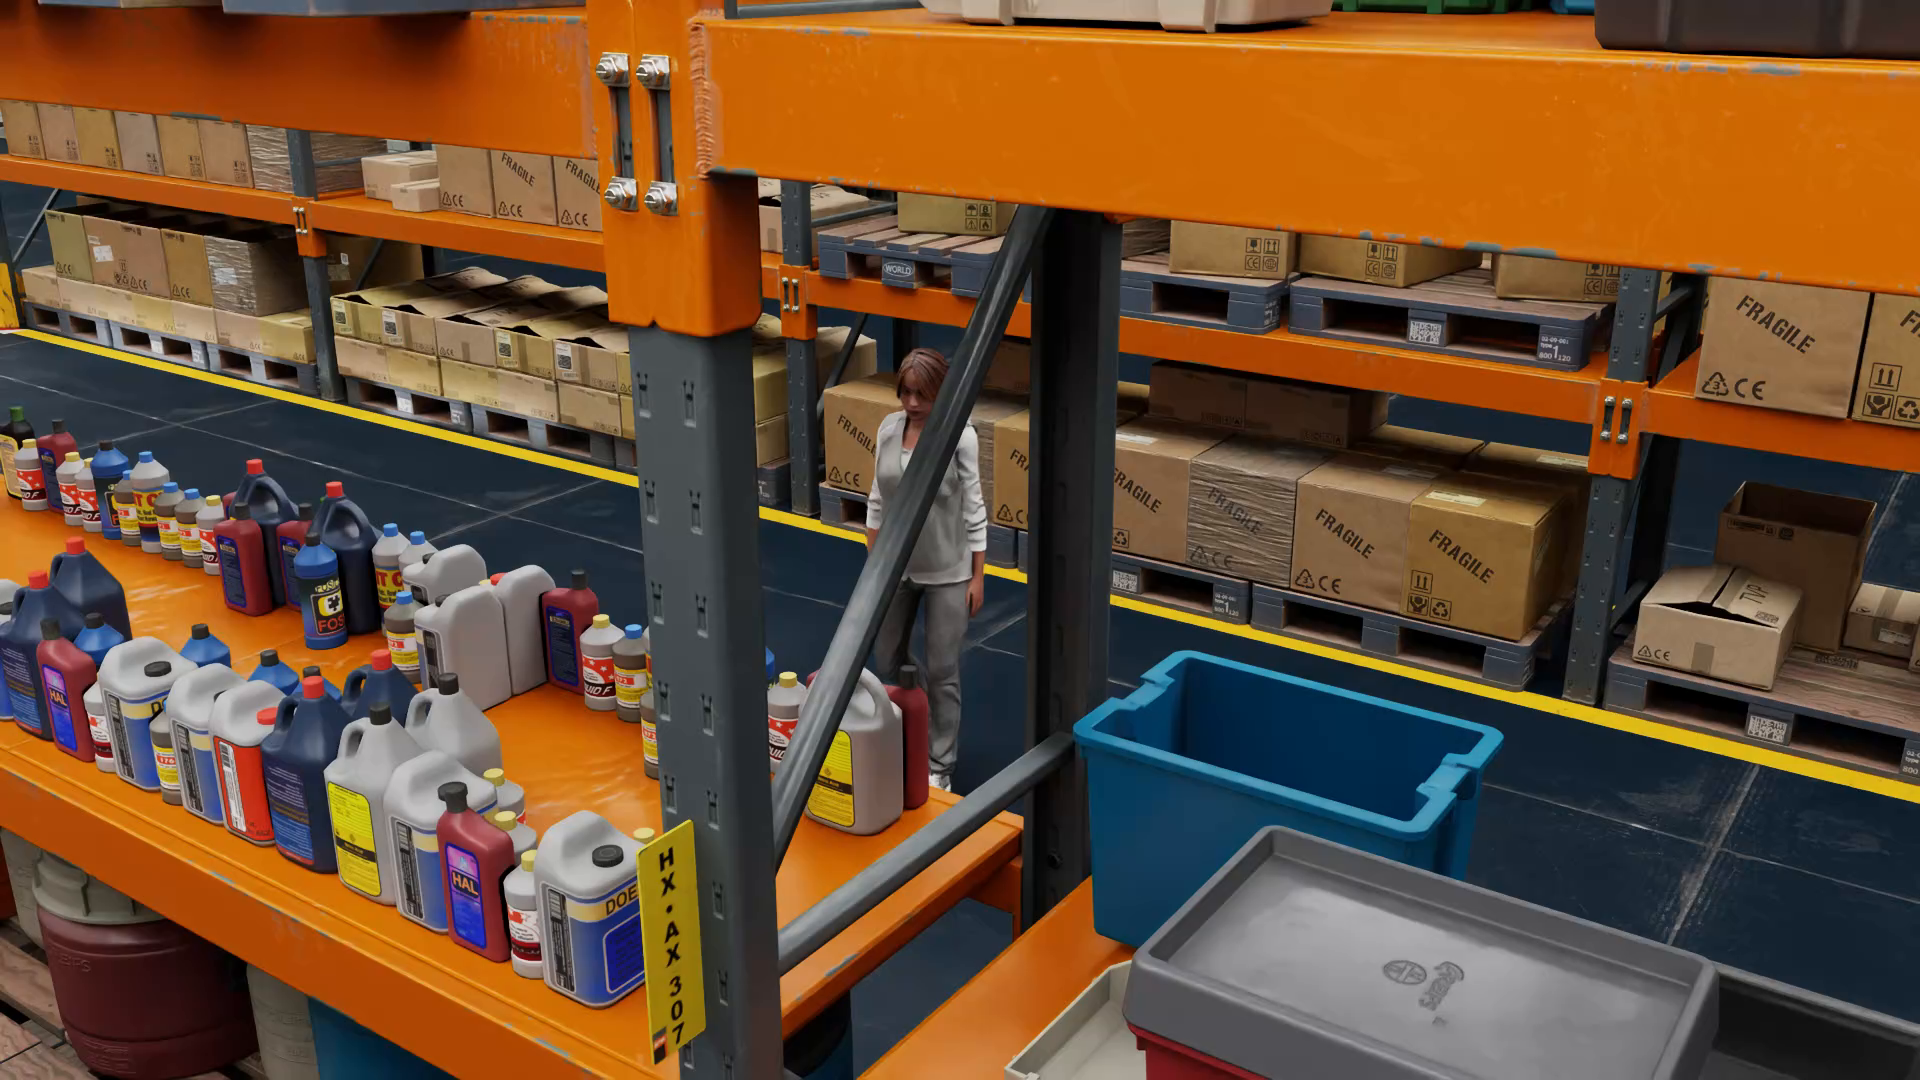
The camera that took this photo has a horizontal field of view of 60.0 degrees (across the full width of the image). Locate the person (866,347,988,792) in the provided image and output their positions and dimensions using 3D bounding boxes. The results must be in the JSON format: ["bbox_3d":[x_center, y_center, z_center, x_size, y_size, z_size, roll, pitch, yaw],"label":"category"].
[{"bbox_3d":[-0.117,0.114,5.730,0.433,1.587,0.567,9,22,23],"label":"person"}]
